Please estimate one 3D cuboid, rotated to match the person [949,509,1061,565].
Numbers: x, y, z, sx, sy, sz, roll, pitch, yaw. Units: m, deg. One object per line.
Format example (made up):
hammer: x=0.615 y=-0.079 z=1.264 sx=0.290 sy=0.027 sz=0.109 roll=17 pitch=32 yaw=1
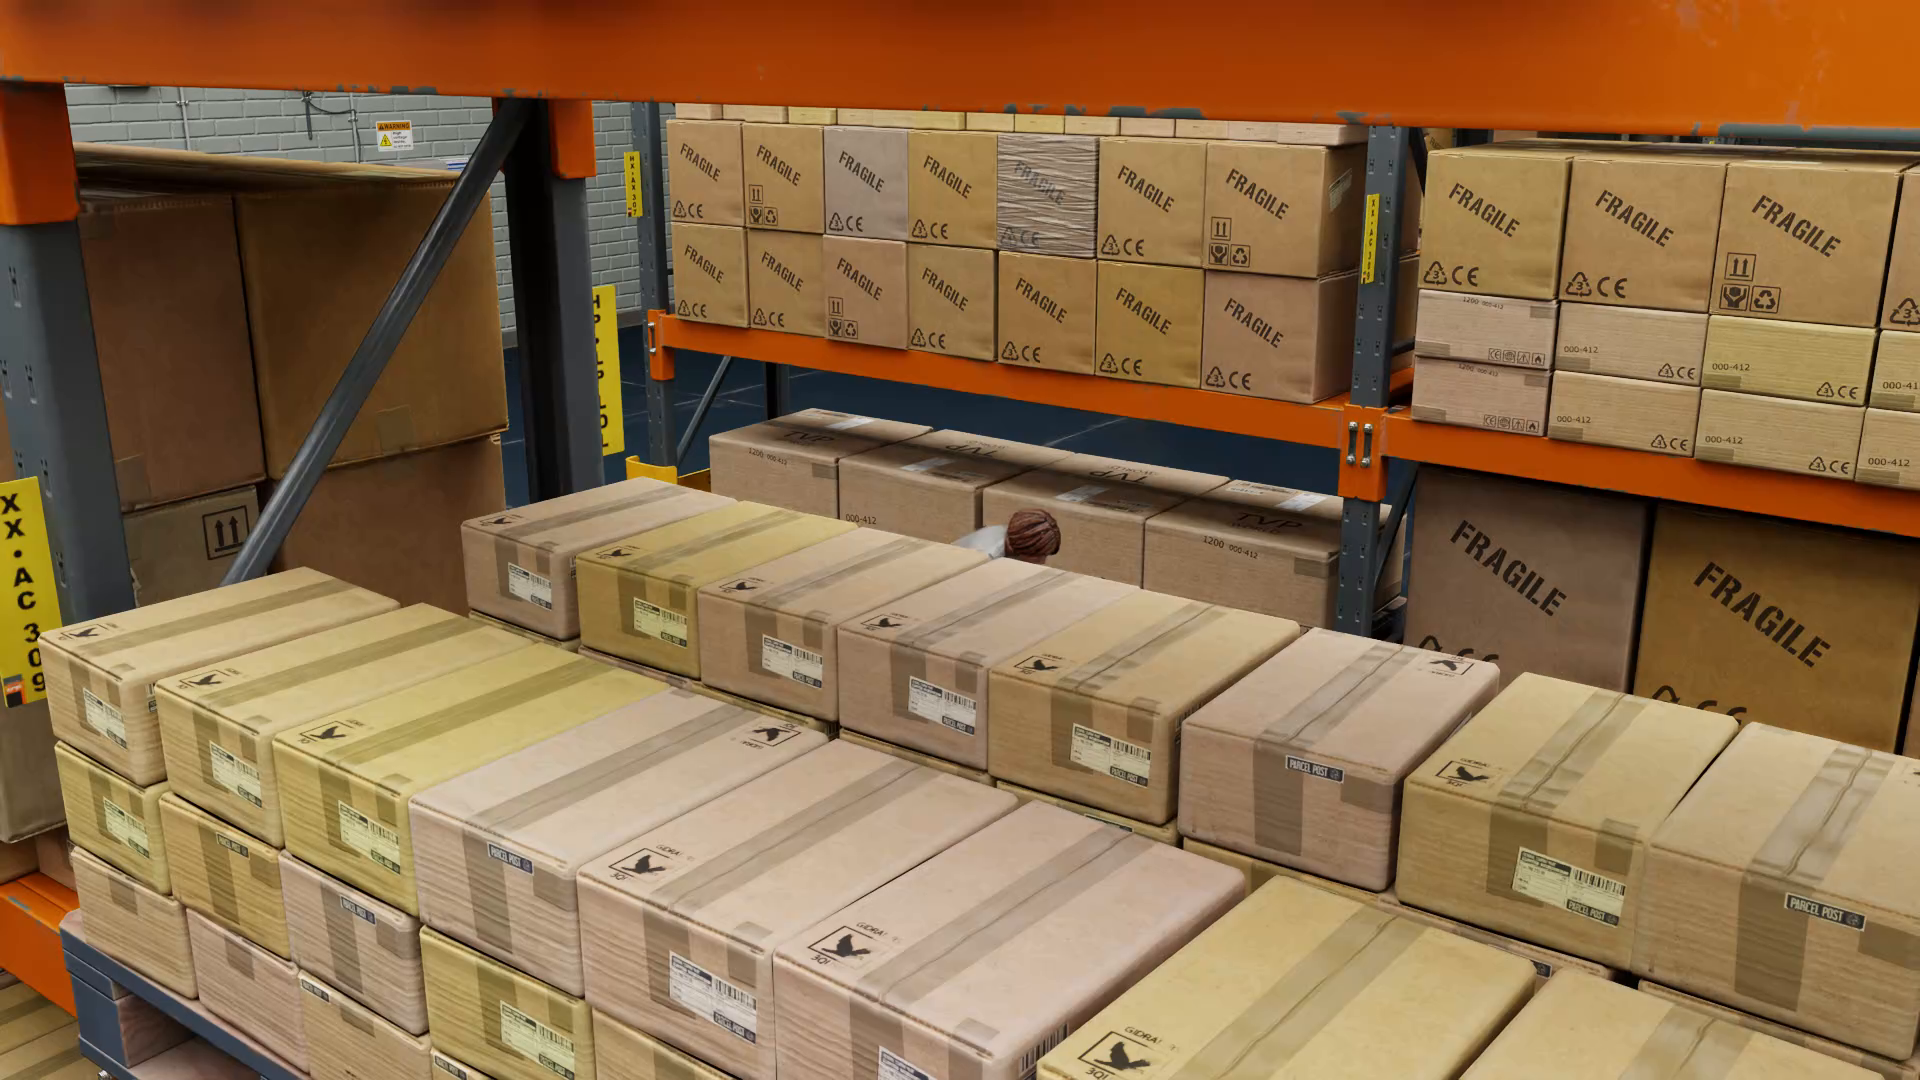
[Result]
person: x=0.077 y=0.298 z=6.780 sx=0.795 sy=0.907 sz=0.423 roll=12 pitch=20 yaw=34
